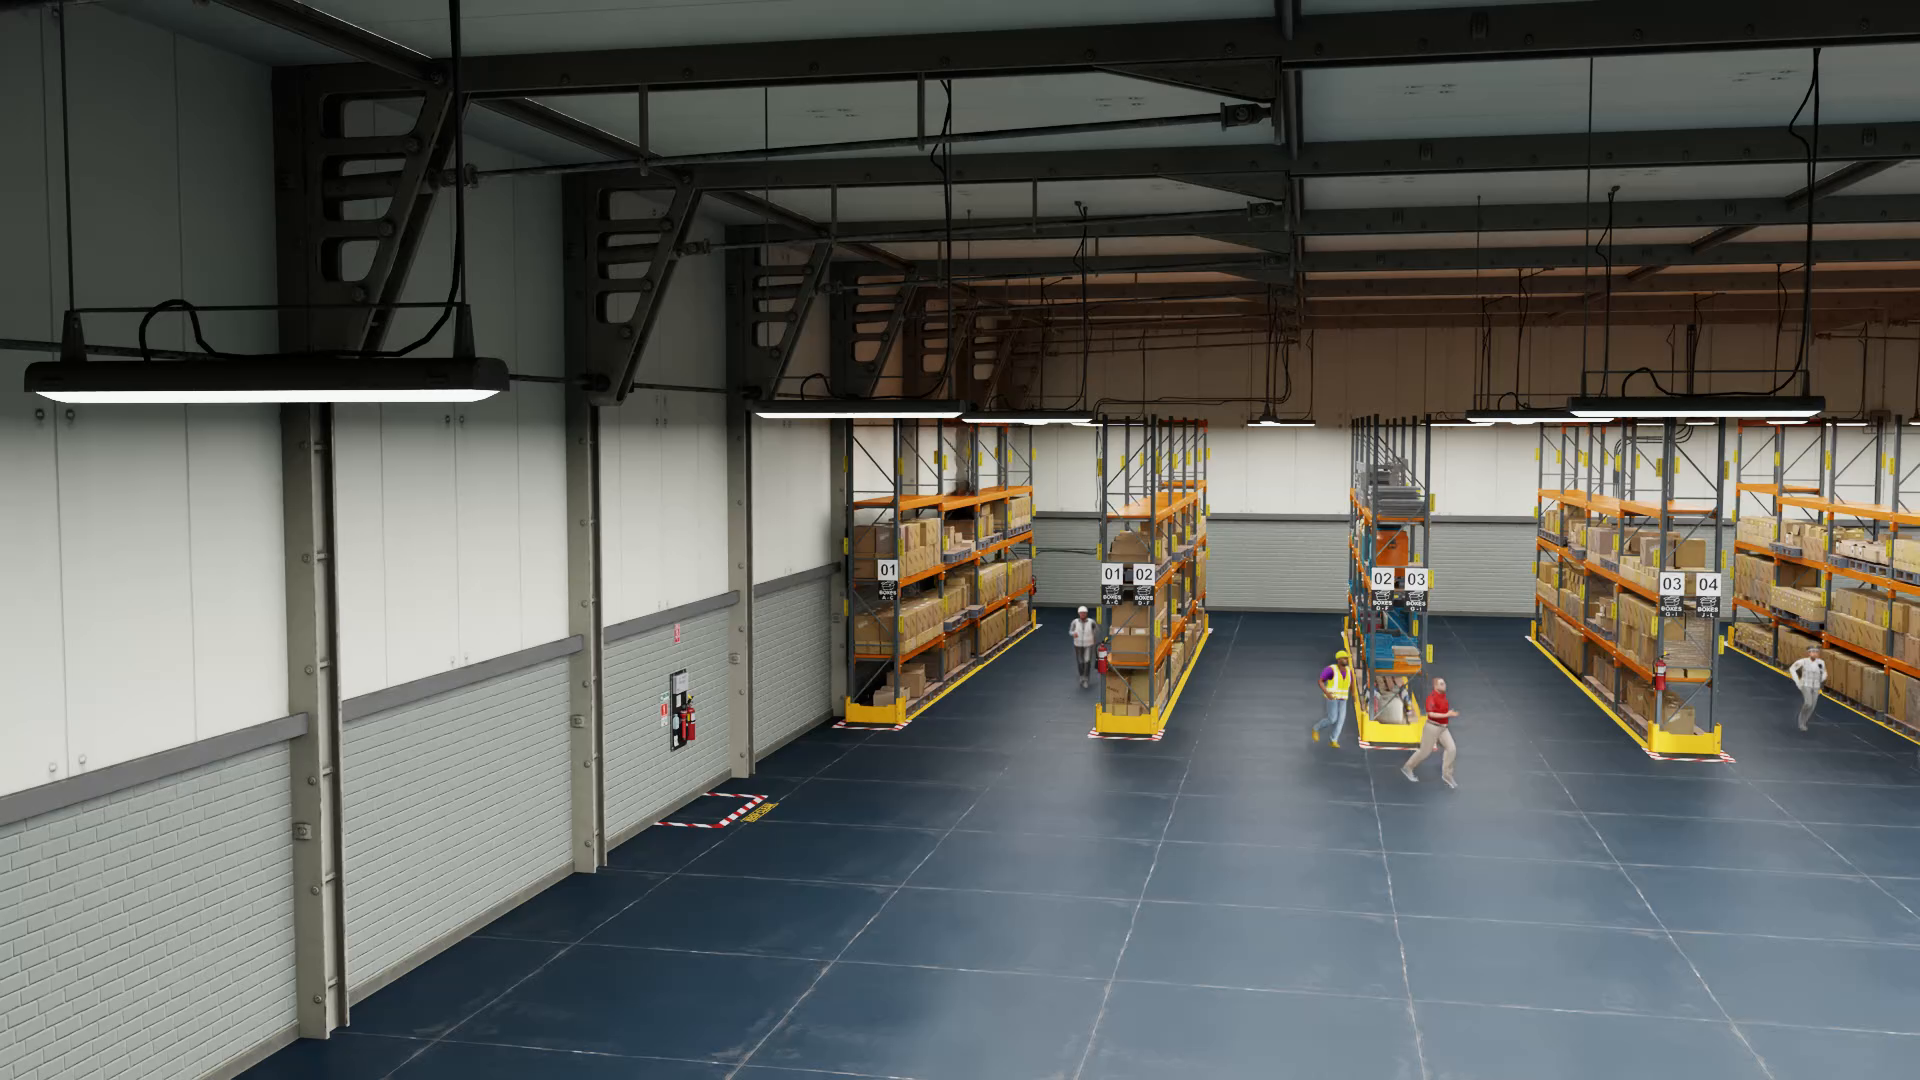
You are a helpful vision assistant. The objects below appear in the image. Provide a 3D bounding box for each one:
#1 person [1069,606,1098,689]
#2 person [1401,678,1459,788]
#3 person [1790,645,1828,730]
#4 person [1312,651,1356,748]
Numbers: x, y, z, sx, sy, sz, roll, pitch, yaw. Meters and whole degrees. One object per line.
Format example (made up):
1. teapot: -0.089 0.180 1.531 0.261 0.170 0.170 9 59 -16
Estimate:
1. person: 2.740 2.361 37.061 0.610 1.805 0.889 1 4 13
2. person: 7.610 3.094 26.751 0.927 1.784 0.674 4 5 43
3. person: 16.075 2.791 31.423 0.611 1.650 0.622 0 4 3
4. person: 6.835 2.859 30.102 0.745 1.719 0.698 -2 4 -24
